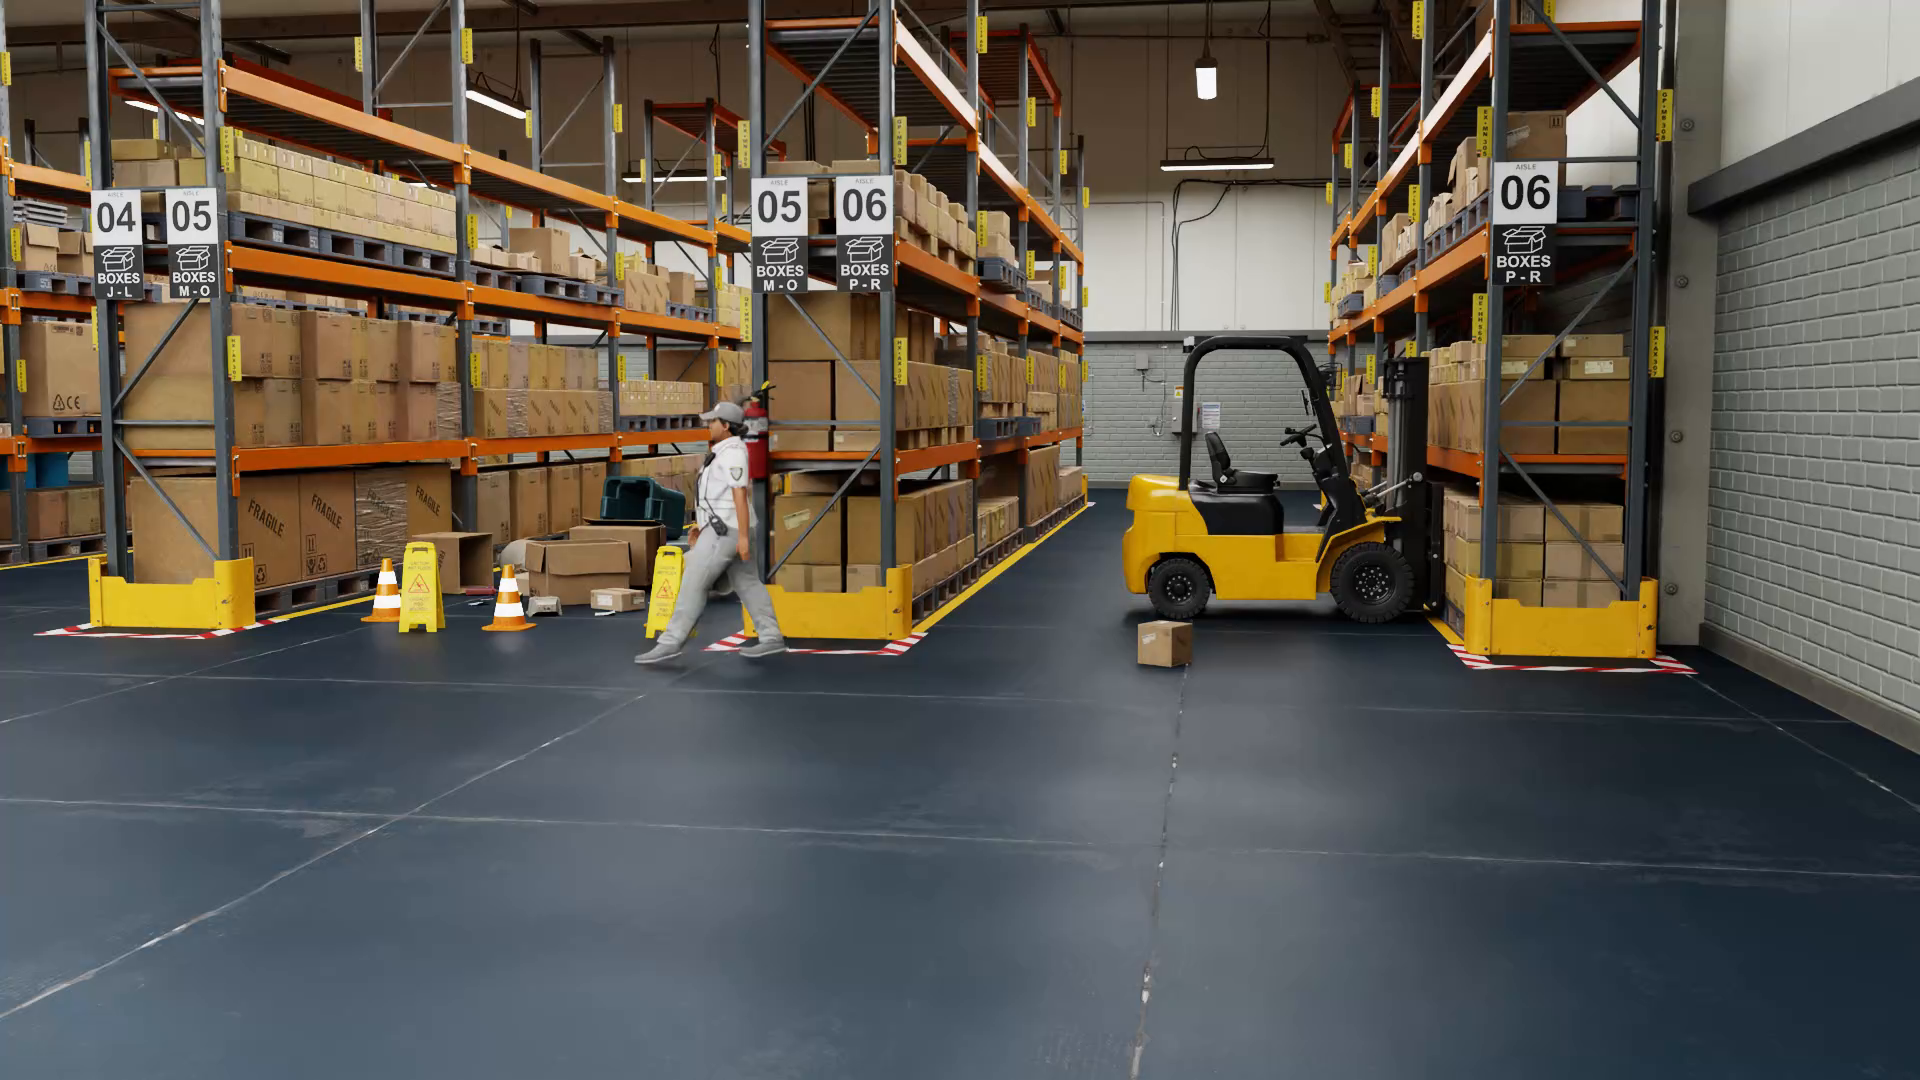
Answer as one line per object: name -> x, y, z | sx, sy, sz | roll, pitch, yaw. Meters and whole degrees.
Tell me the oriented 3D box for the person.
person -> -1.566, -0.060, 10.463 | 0.921, 1.619, 0.517 | 0, 5, -2
